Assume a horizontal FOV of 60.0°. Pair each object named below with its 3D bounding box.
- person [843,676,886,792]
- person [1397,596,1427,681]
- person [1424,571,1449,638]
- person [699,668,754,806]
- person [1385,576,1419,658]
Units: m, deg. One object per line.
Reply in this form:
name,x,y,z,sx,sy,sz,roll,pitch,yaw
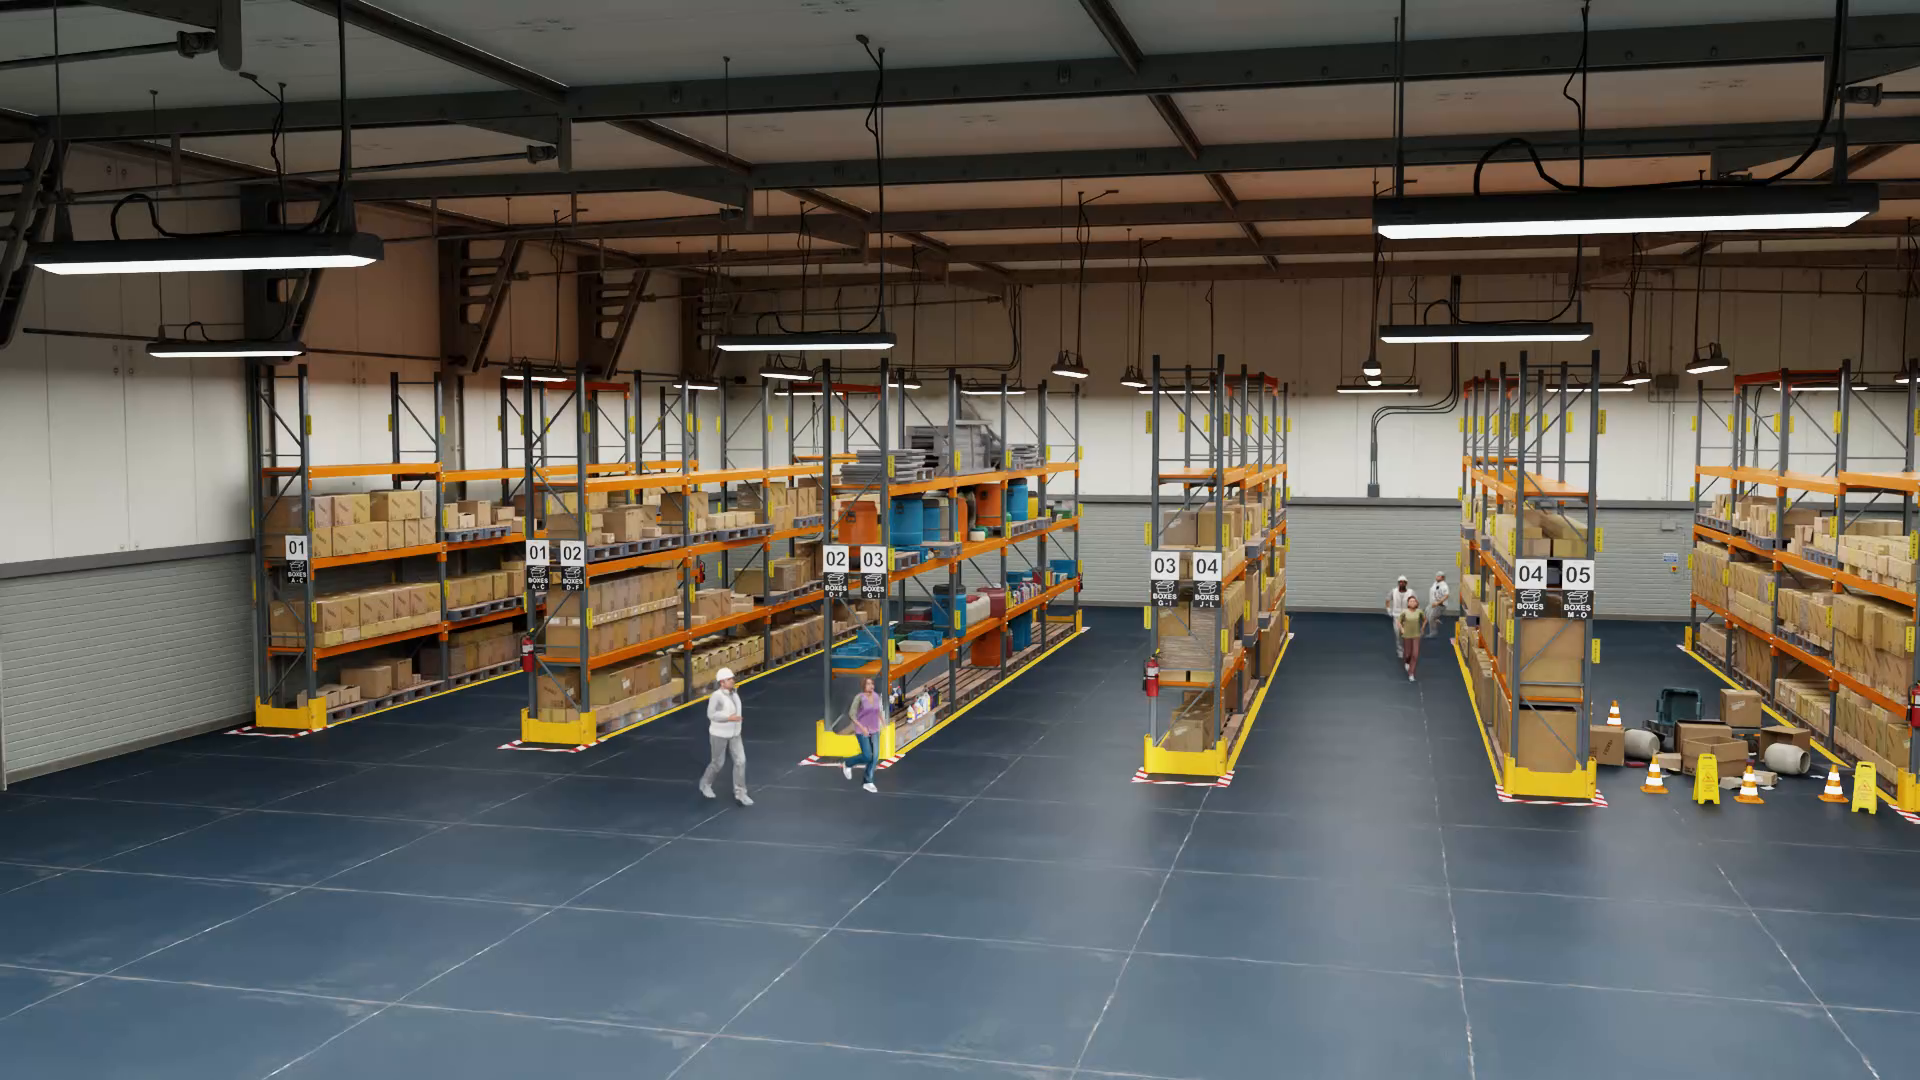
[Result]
person,-1.312,2.653,22.926,0.535,1.578,0.598,-3,5,-40
person,8.934,1.928,32.862,0.579,1.654,0.791,1,4,11
person,11.169,1.520,39.002,0.496,1.594,0.647,-1,4,-17
person,-3.127,2.593,22.015,0.847,1.808,0.643,3,5,37
person,9.538,1.646,35.937,0.707,1.749,0.709,1,4,16
